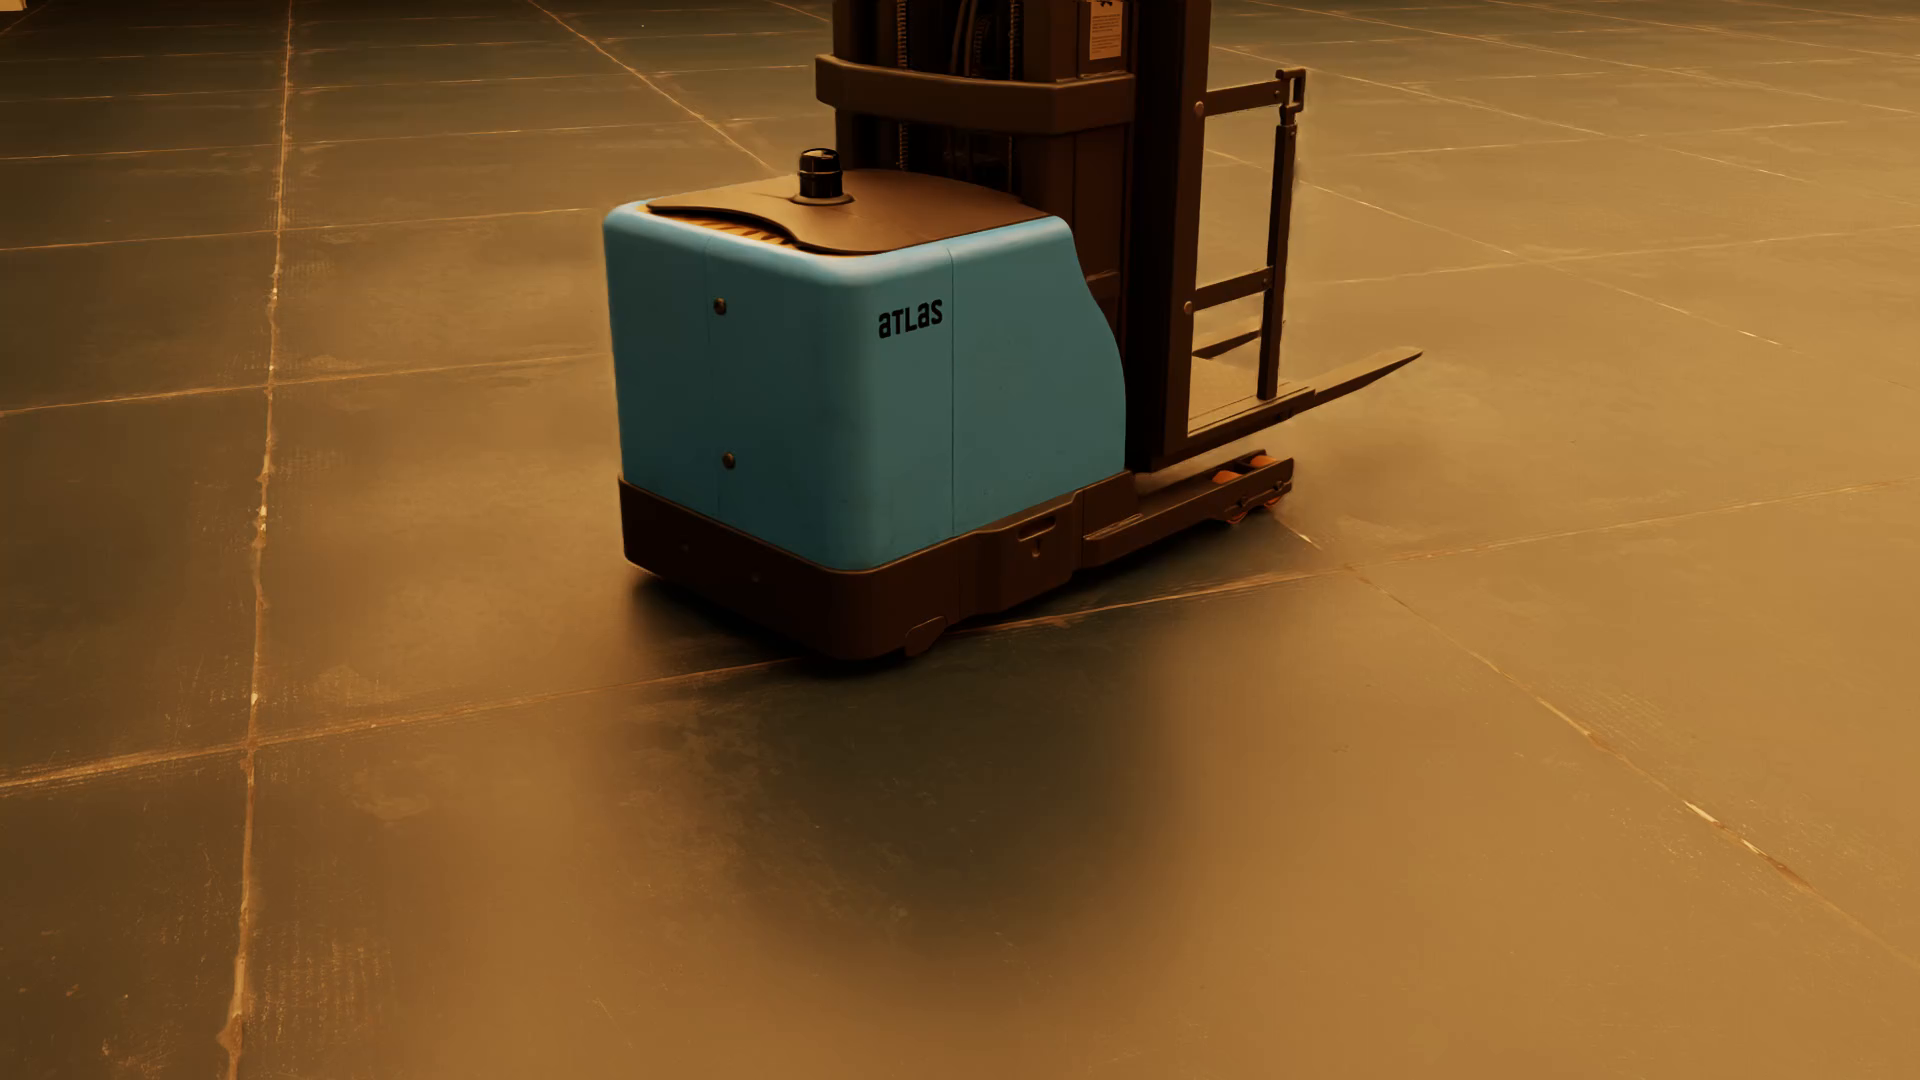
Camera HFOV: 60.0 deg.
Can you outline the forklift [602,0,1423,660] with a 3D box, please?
[{"bbox_3d":[0.423,-1.525,4.925,1.130,2.935,3.031,21,31,40],"label":"forklift"}]
